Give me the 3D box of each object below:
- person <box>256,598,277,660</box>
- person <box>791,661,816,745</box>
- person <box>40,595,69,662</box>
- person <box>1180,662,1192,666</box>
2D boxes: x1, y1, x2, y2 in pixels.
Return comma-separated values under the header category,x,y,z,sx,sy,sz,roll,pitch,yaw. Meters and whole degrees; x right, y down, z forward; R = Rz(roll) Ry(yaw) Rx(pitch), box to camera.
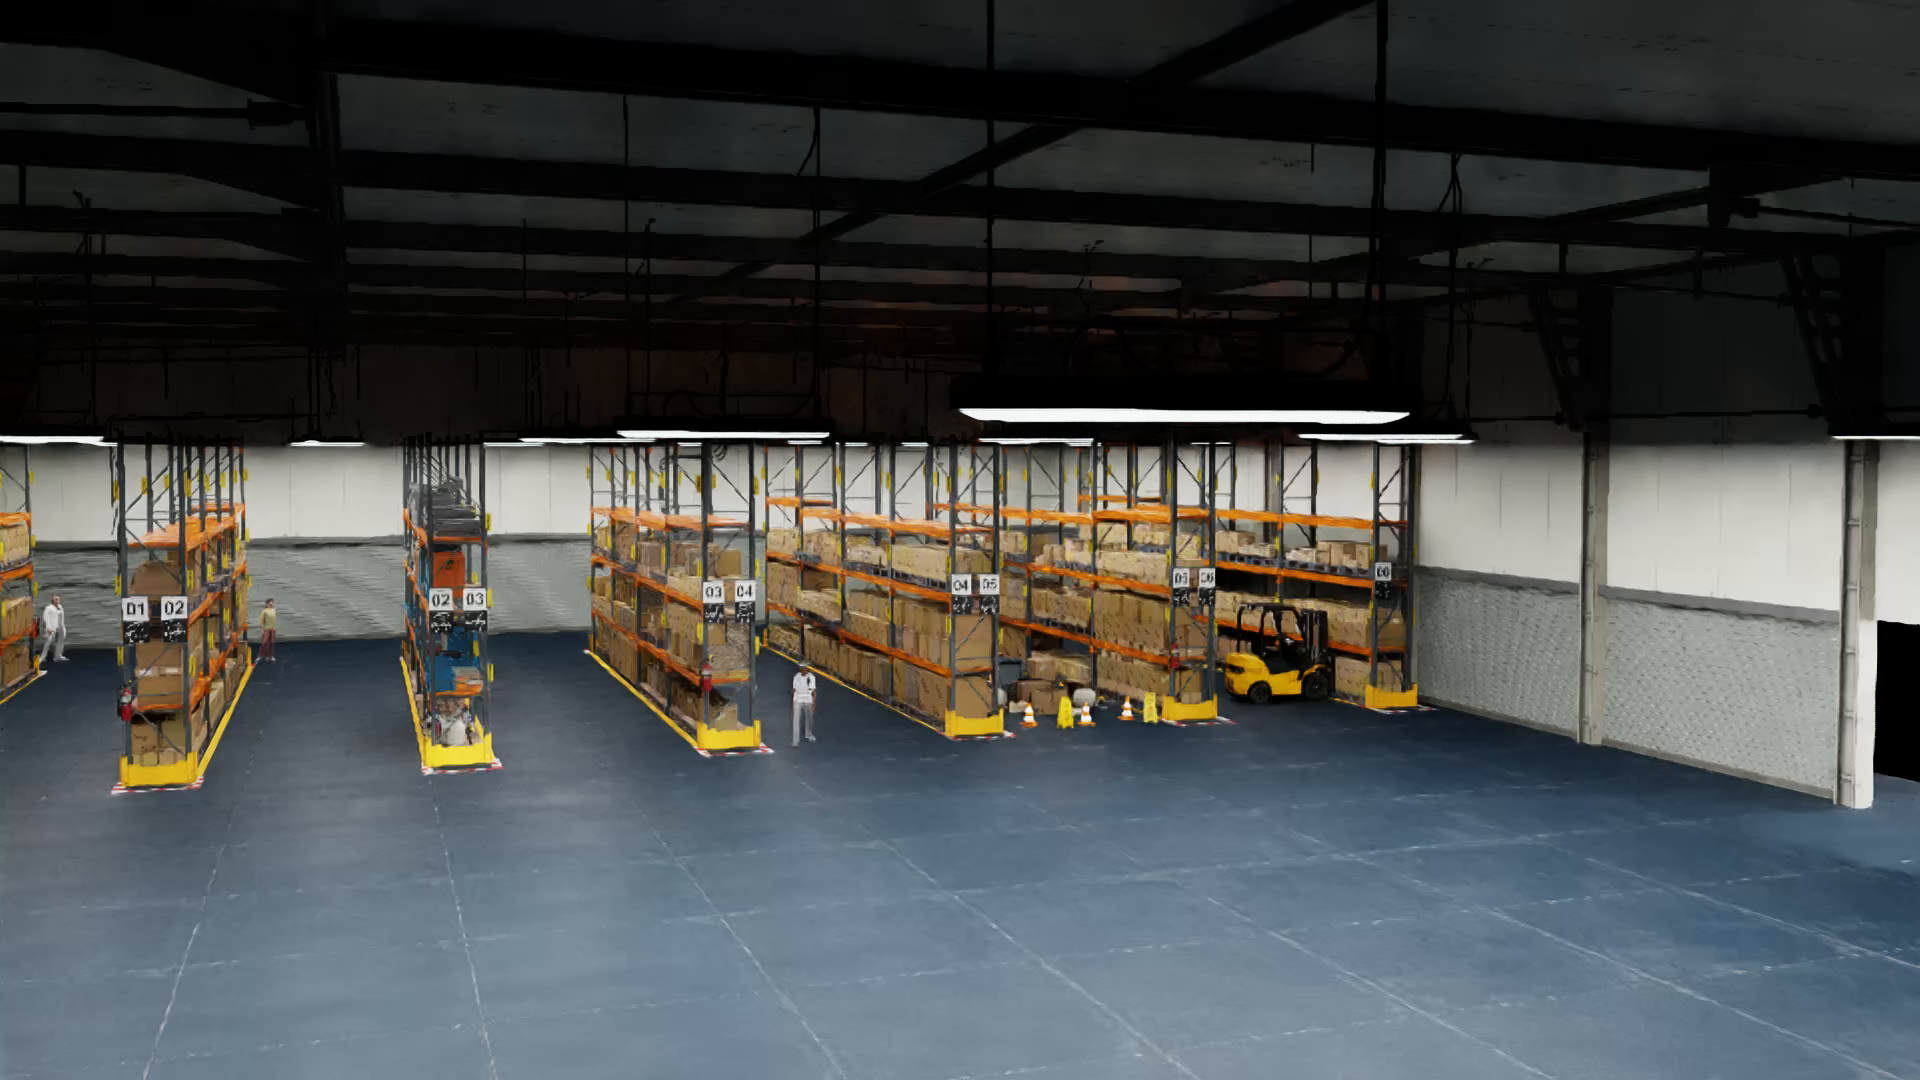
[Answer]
category,x,y,z,sx,sy,sz,roll,pitch,yaw
person,-18.668,2.401,44.730,0.424,1.674,0.556,2,4,28
person,-3.020,3.117,32.136,0.492,1.616,0.919,0,3,-3
person,-24.343,2.372,44.517,0.504,1.776,0.768,1,3,24
person,5.359,2.683,39.720,0.478,1.667,0.523,1,3,10
